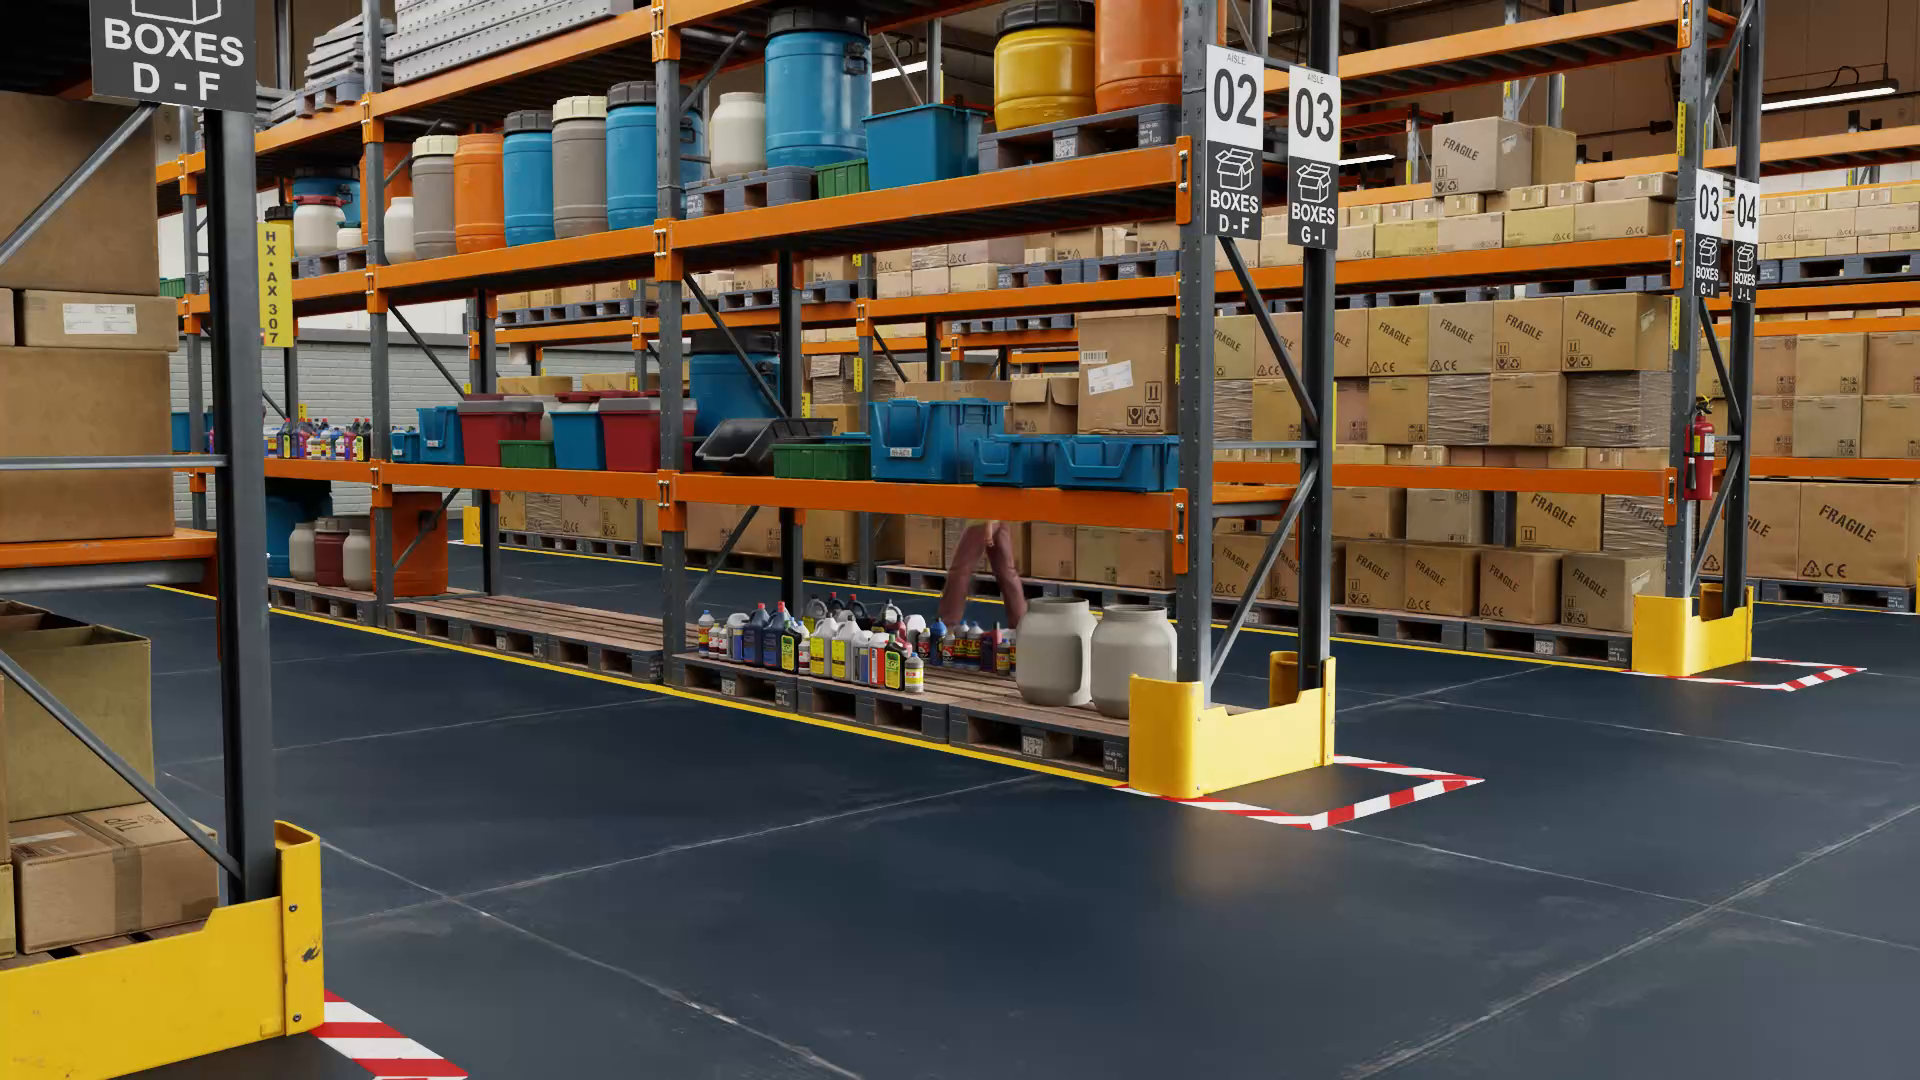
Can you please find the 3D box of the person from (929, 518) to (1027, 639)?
[{"bbox_3d":[0.151,-0.085,12.240,0.872,1.640,0.470,2,5,30],"label":"person"}]
